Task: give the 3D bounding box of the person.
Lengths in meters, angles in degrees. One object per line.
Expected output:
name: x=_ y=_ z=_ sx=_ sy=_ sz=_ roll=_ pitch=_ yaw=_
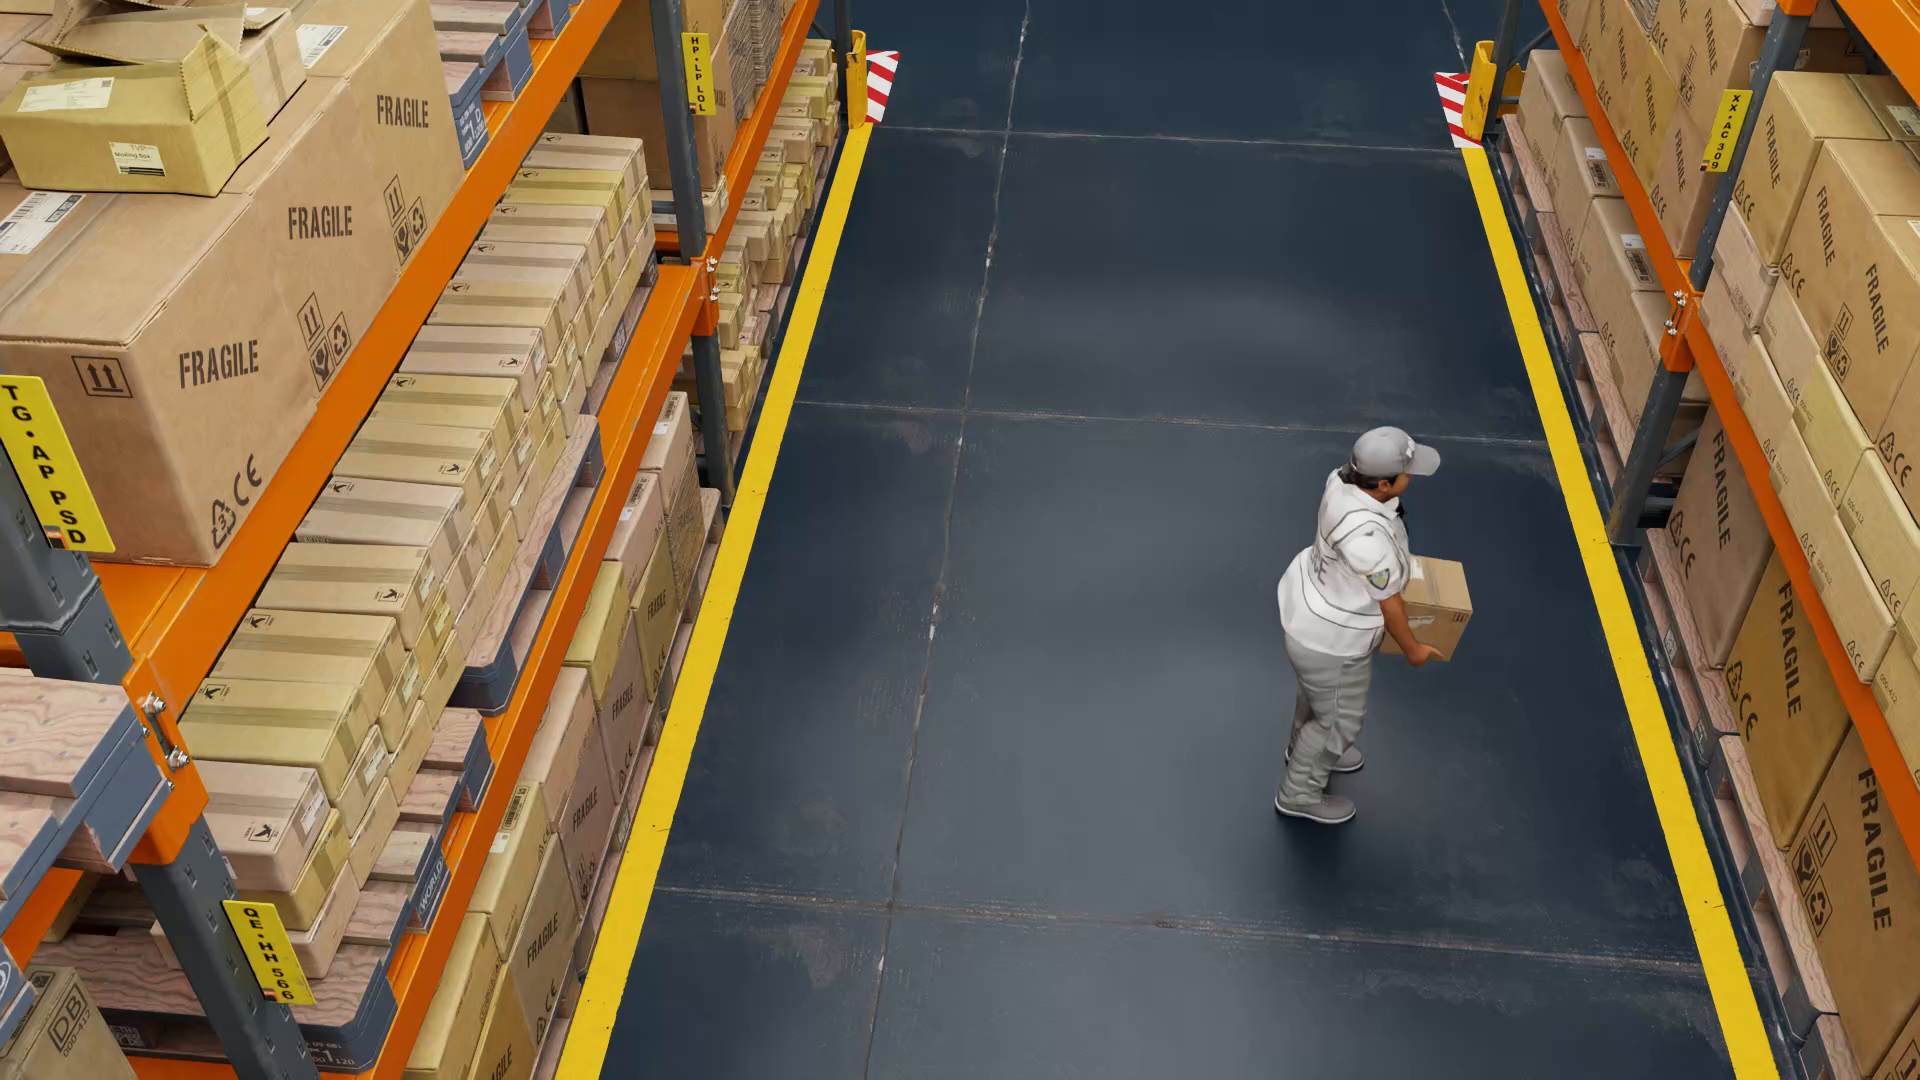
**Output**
person: x=1.388 y=0.295 z=5.818 sx=0.557 sy=1.660 sz=0.452 roll=3 pitch=40 yaw=3
